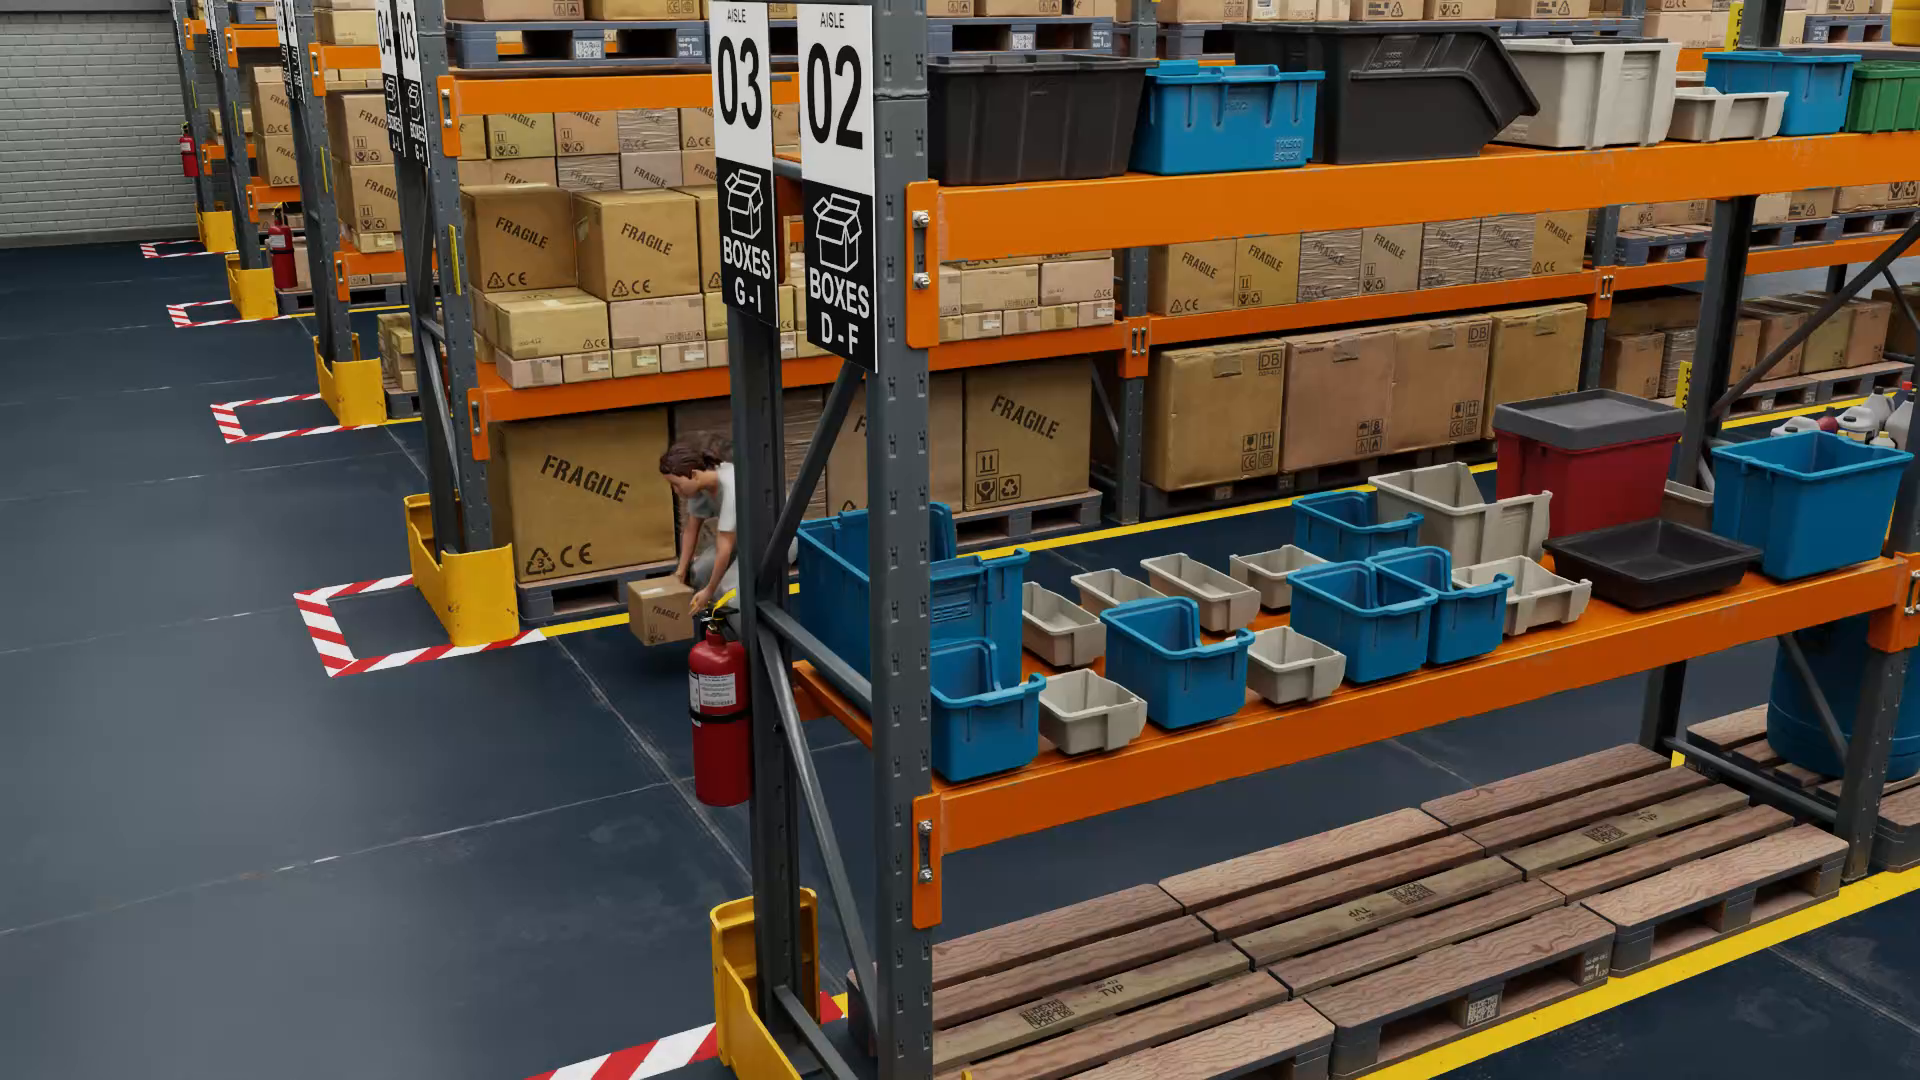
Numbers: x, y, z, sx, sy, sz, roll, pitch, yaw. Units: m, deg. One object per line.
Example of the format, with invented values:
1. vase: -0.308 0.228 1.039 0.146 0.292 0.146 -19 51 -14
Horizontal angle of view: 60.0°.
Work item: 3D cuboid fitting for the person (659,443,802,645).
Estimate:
1. person: -1.106 0.052 8.210 0.733 1.167 0.492 -10 21 -27
